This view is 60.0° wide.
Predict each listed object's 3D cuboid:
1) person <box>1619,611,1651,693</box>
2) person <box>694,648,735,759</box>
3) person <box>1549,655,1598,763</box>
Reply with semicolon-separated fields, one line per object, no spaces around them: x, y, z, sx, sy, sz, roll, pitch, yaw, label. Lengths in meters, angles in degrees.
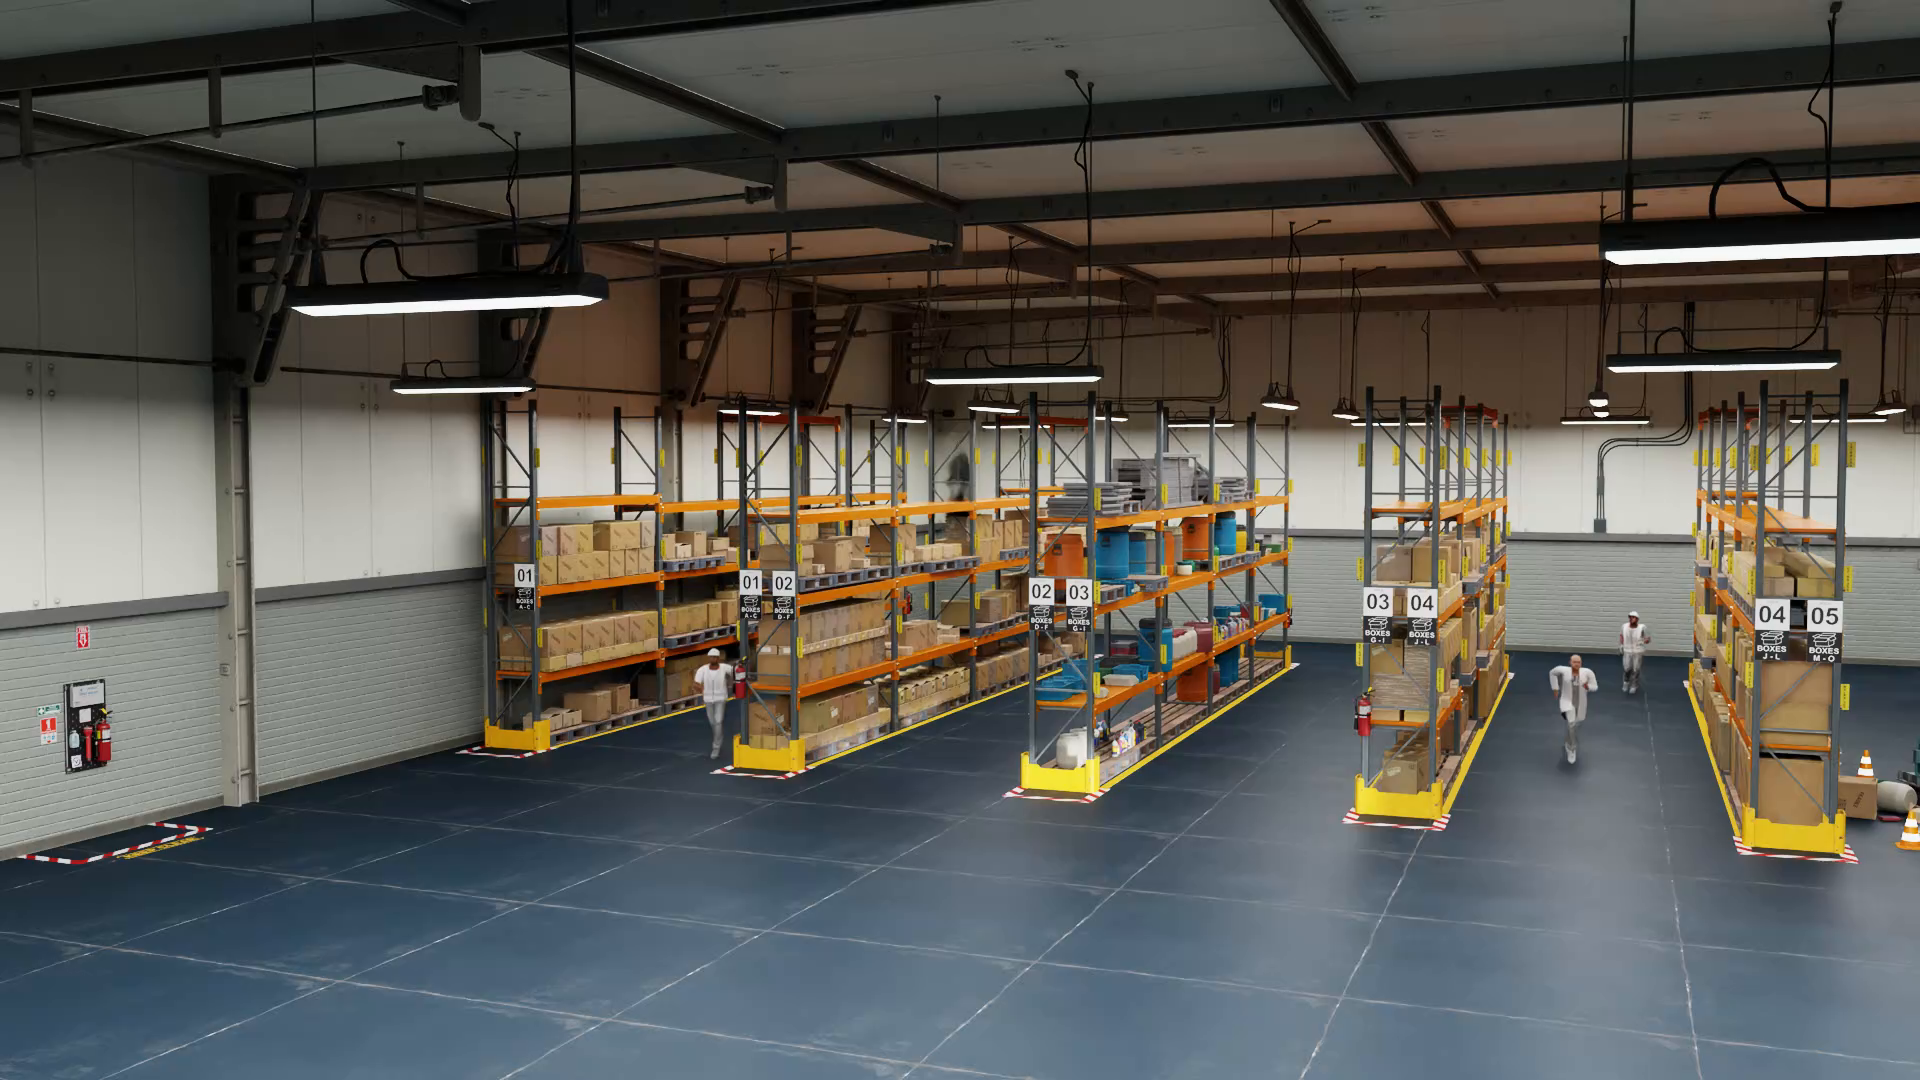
14.238;2.383;35.168;0.657;1.746;0.625;2;3;32;person
-4.137;2.724;28.065;0.681;1.806;0.924;0;3;7;person
10.182;2.774;27.648;0.694;1.790;1.031;0;3;6;person
